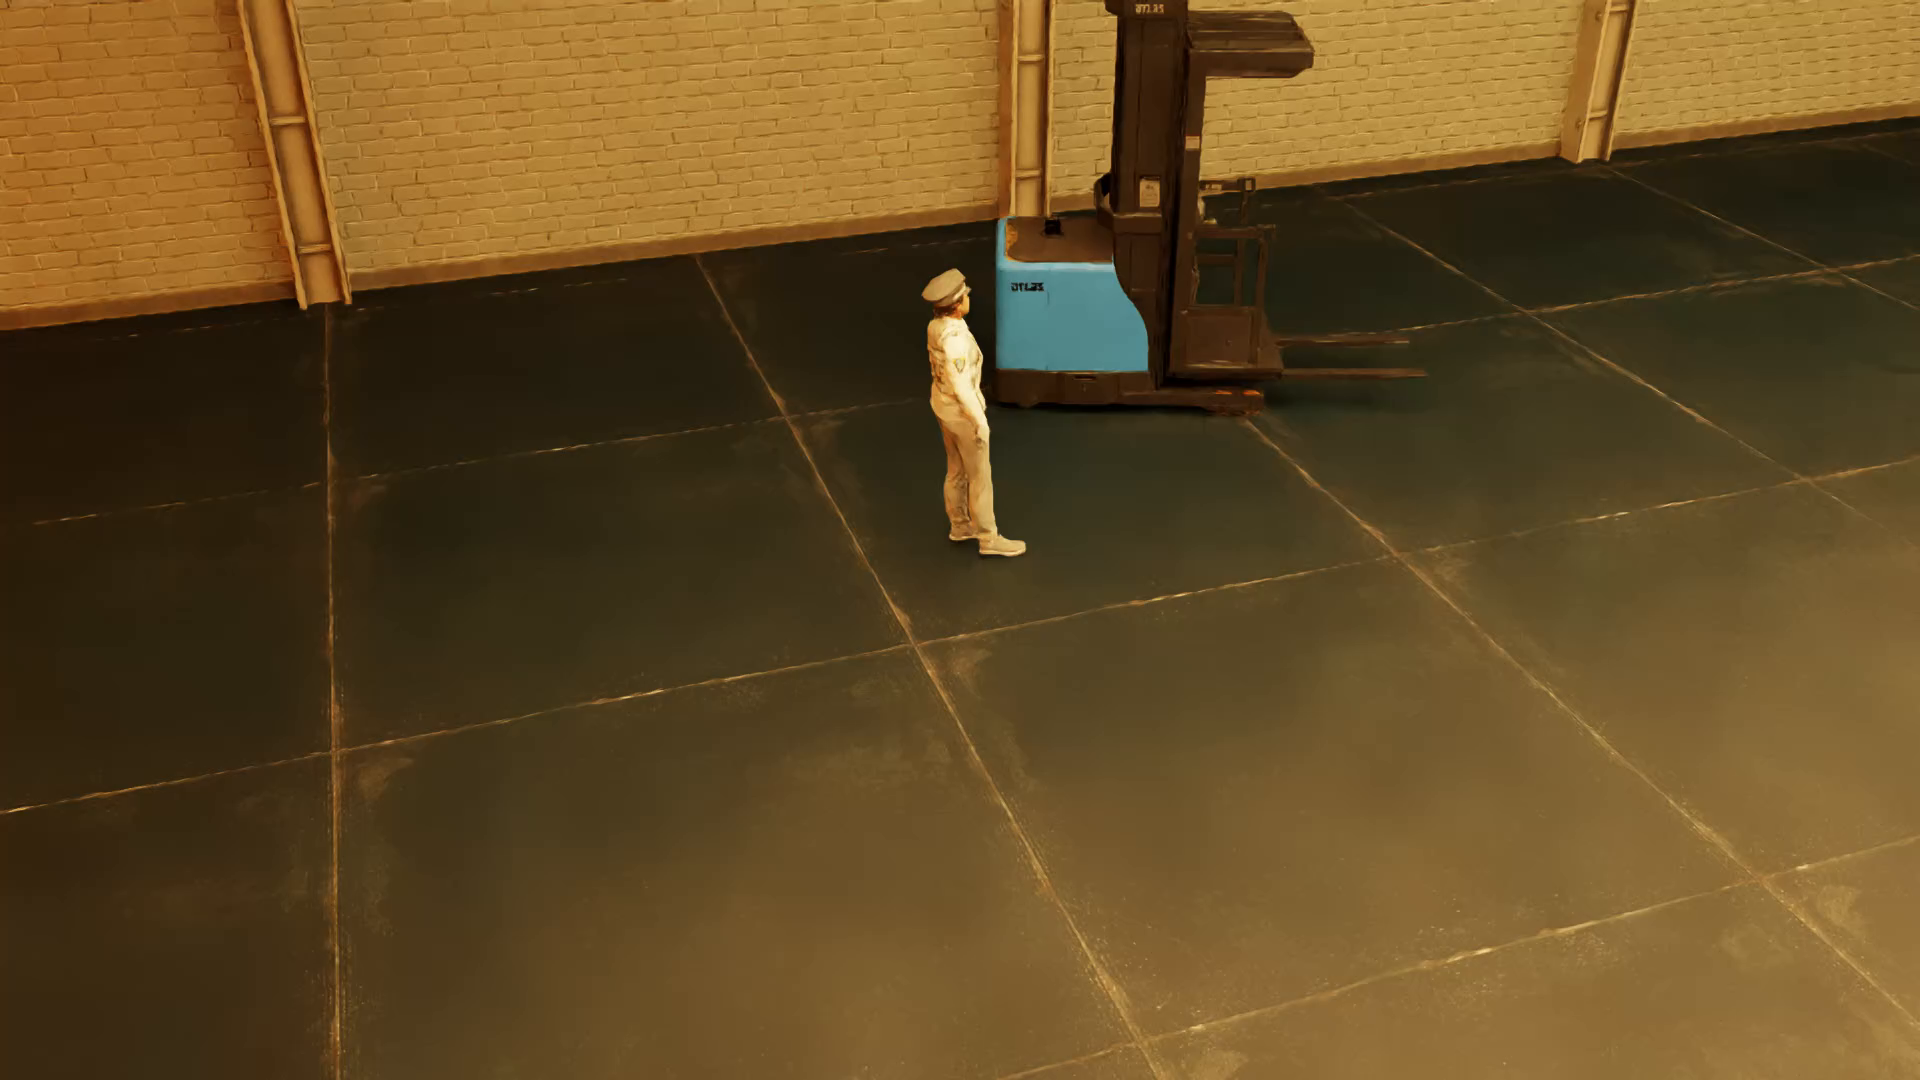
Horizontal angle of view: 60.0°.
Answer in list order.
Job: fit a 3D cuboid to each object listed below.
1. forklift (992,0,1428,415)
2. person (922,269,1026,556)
[{"bbox_3d":[1.752,-2.411,11.277,3.031,2.935,1.130,1,30,1],"label":"forklift"},{"bbox_3d":[0.066,-0.748,9.612,0.532,1.695,0.586,-10,31,-16],"label":"person"}]
